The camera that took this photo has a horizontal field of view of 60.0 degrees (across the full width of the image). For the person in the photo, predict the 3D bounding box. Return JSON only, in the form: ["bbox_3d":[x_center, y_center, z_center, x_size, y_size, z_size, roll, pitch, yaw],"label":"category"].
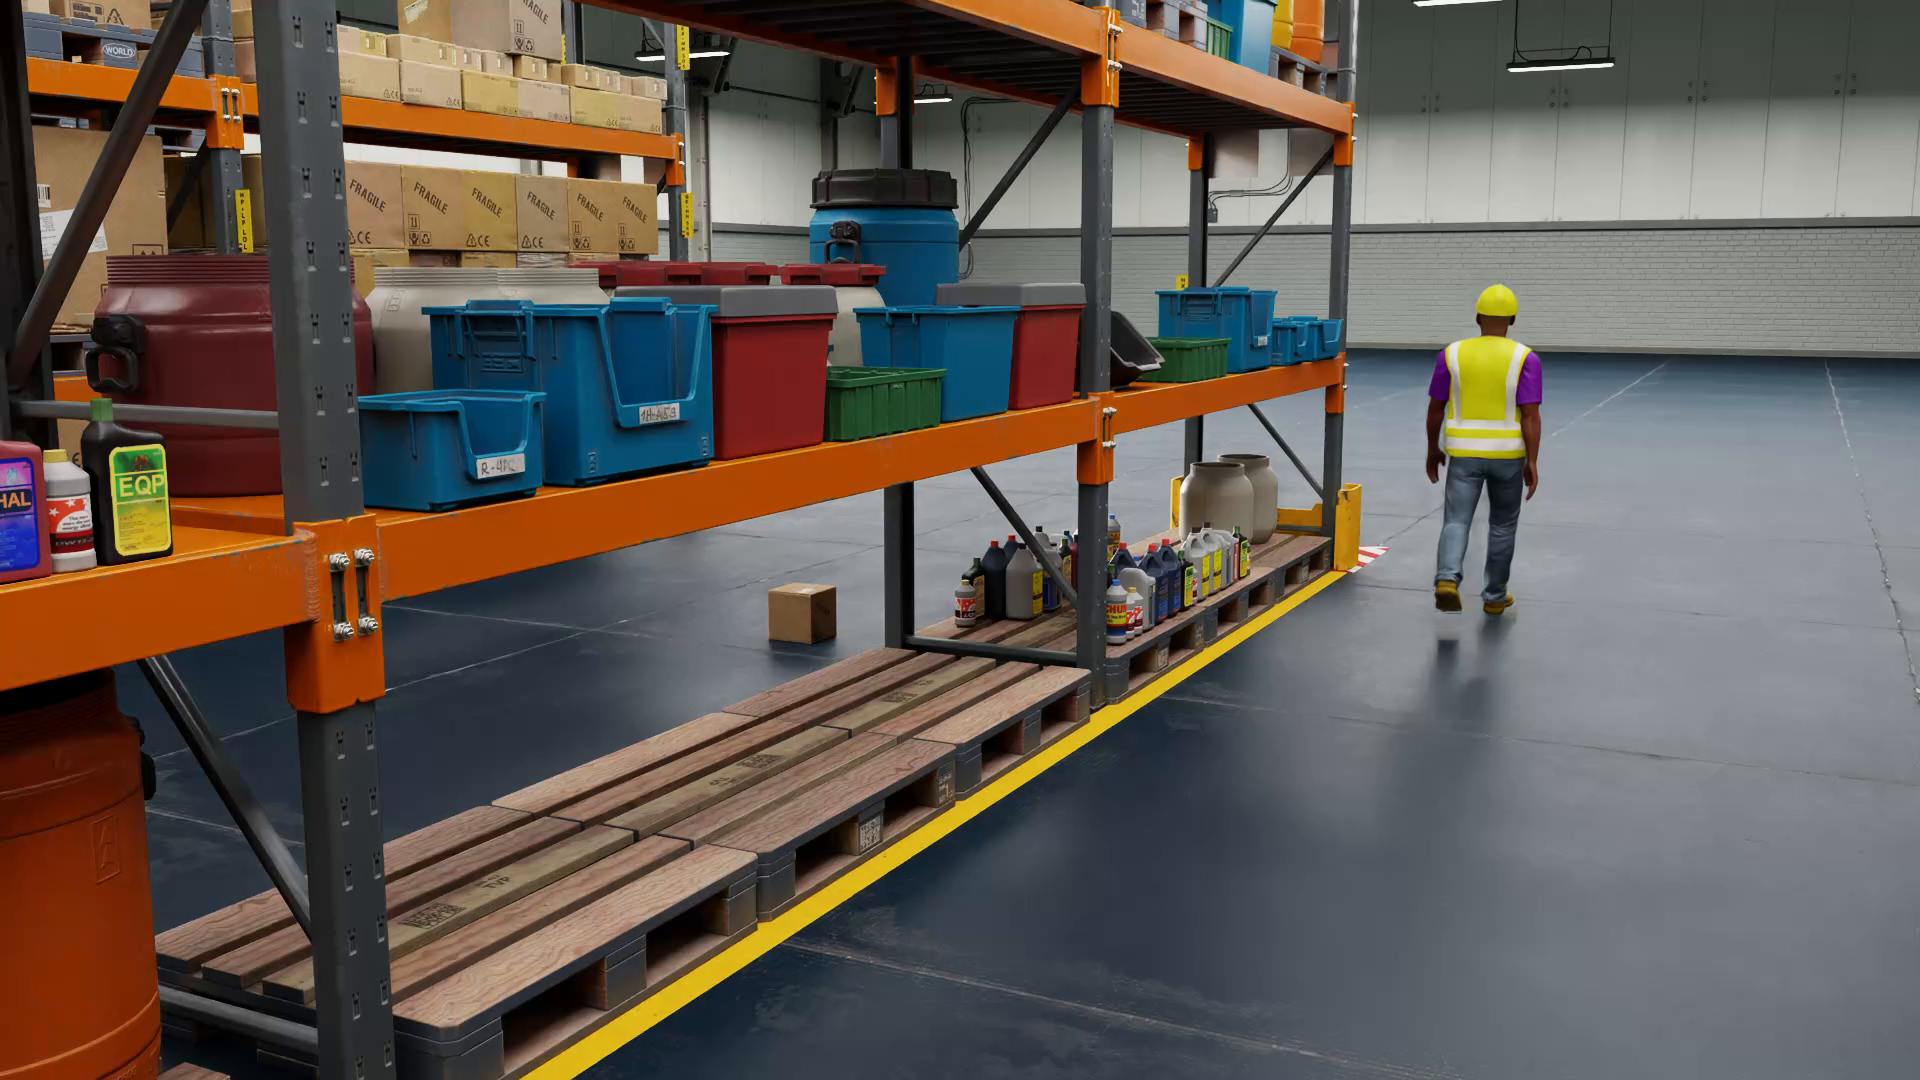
[{"bbox_3d":[2.699,-0.442,8.600,0.582,1.740,0.938,4,10,23],"label":"person"}]
